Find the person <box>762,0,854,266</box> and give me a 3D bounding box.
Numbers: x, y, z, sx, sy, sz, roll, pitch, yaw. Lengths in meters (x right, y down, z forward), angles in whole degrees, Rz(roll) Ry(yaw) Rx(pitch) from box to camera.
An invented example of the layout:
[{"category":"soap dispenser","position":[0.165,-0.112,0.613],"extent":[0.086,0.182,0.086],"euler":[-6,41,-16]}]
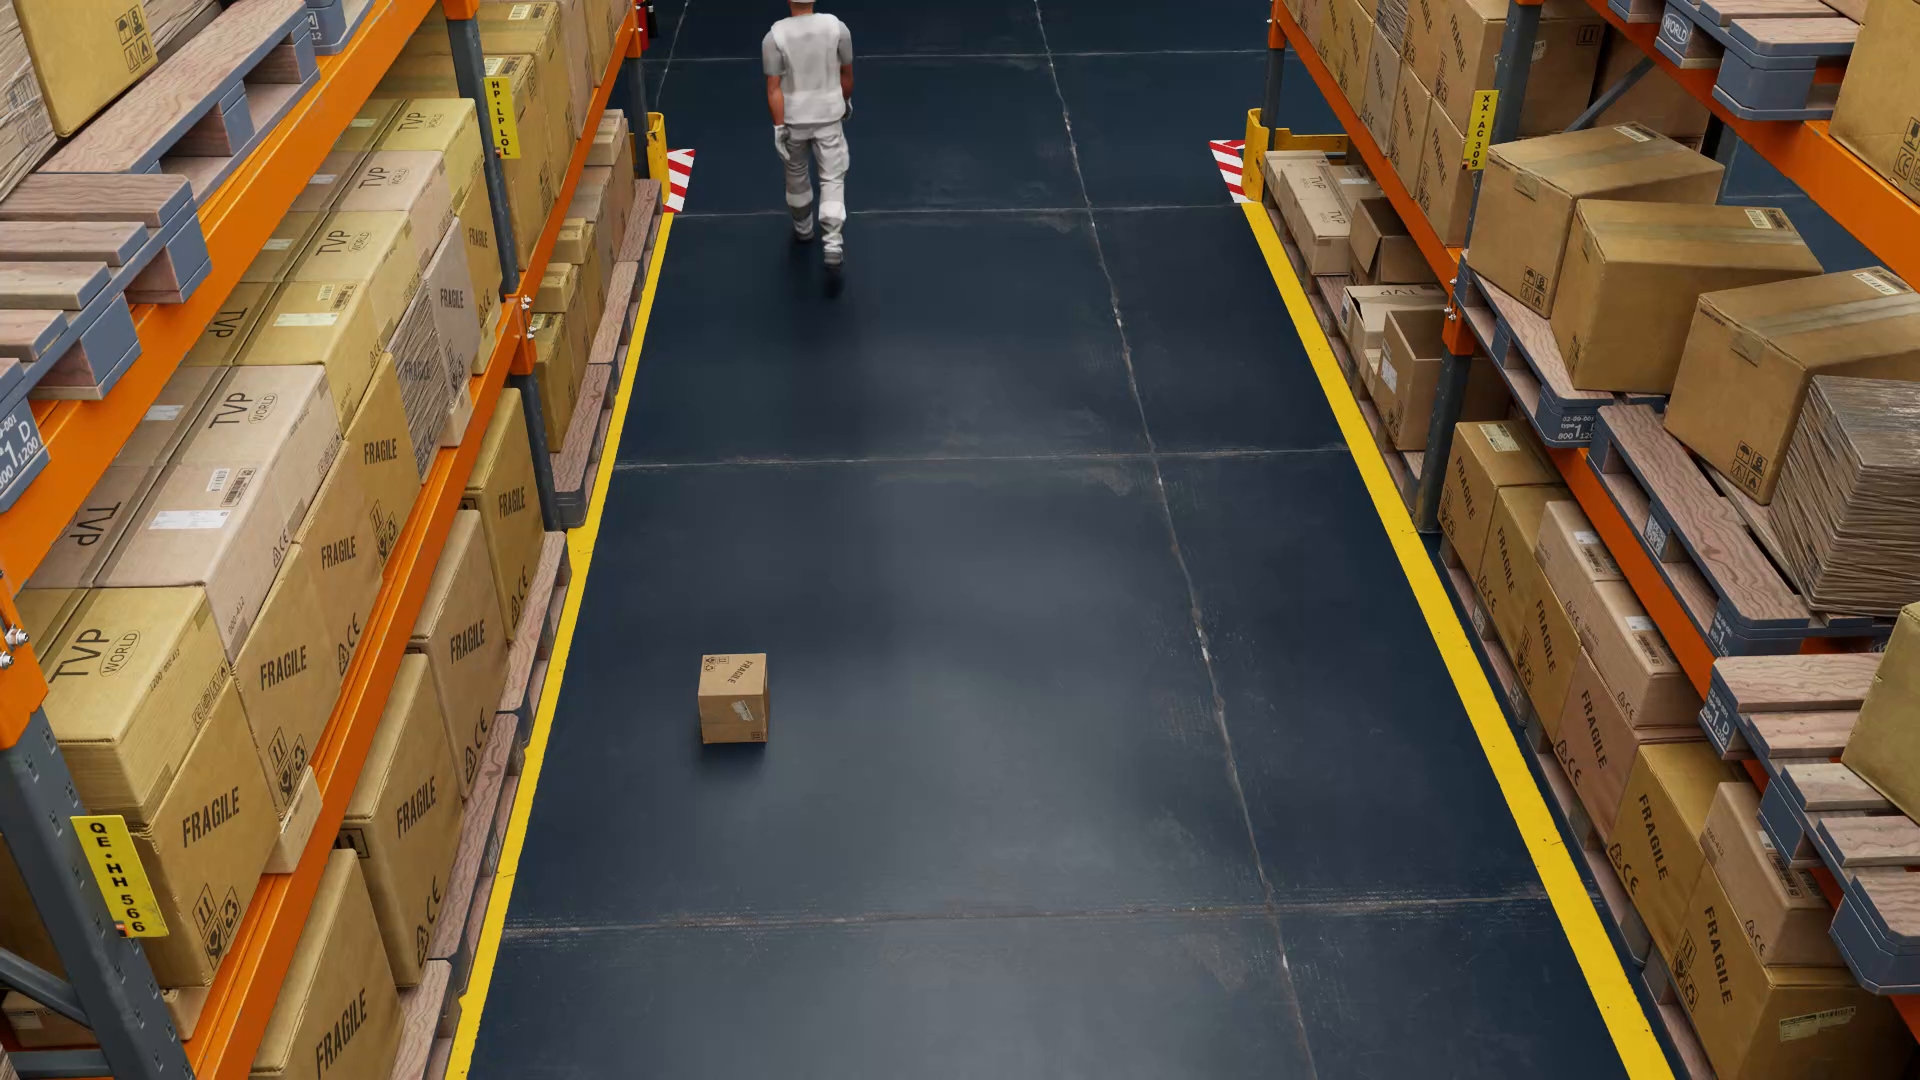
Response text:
[{"category":"person","position":[-0.863,-2.456,9.647],"extent":[0.521,1.752,1.003],"euler":[-4,35,-6]}]
